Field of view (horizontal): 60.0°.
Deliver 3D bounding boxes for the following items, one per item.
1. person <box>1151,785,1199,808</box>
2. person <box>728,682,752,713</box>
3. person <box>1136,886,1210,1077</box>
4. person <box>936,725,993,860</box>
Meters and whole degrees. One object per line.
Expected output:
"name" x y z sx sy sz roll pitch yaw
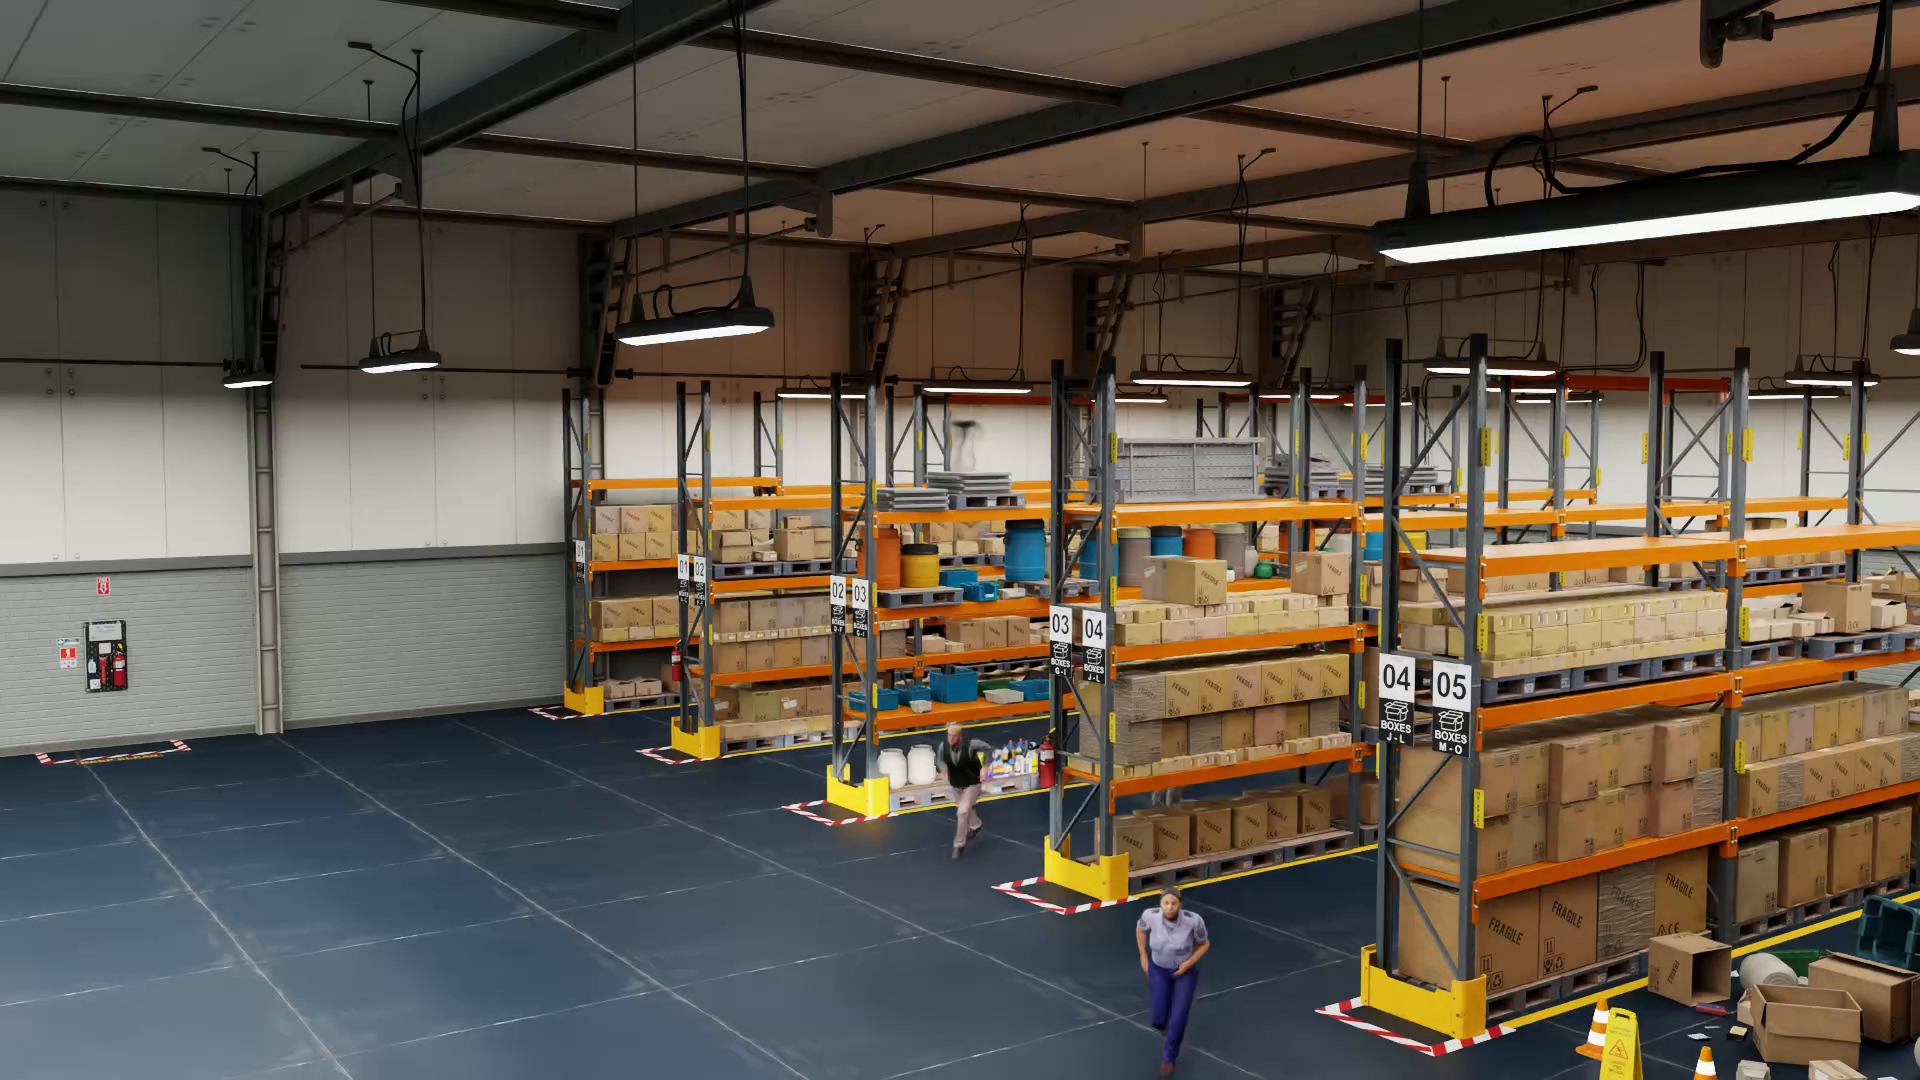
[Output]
"person" 2.740 2.999 21.348 0.953 1.623 0.676 -2 4 -26
"person" -3.781 2.414 29.352 0.687 1.833 0.879 3 5 42
"person" 1.722 3.535 13.481 0.599 1.587 0.703 1 4 9
"person" 0.090 3.055 20.509 0.701 1.682 0.994 1 4 21
